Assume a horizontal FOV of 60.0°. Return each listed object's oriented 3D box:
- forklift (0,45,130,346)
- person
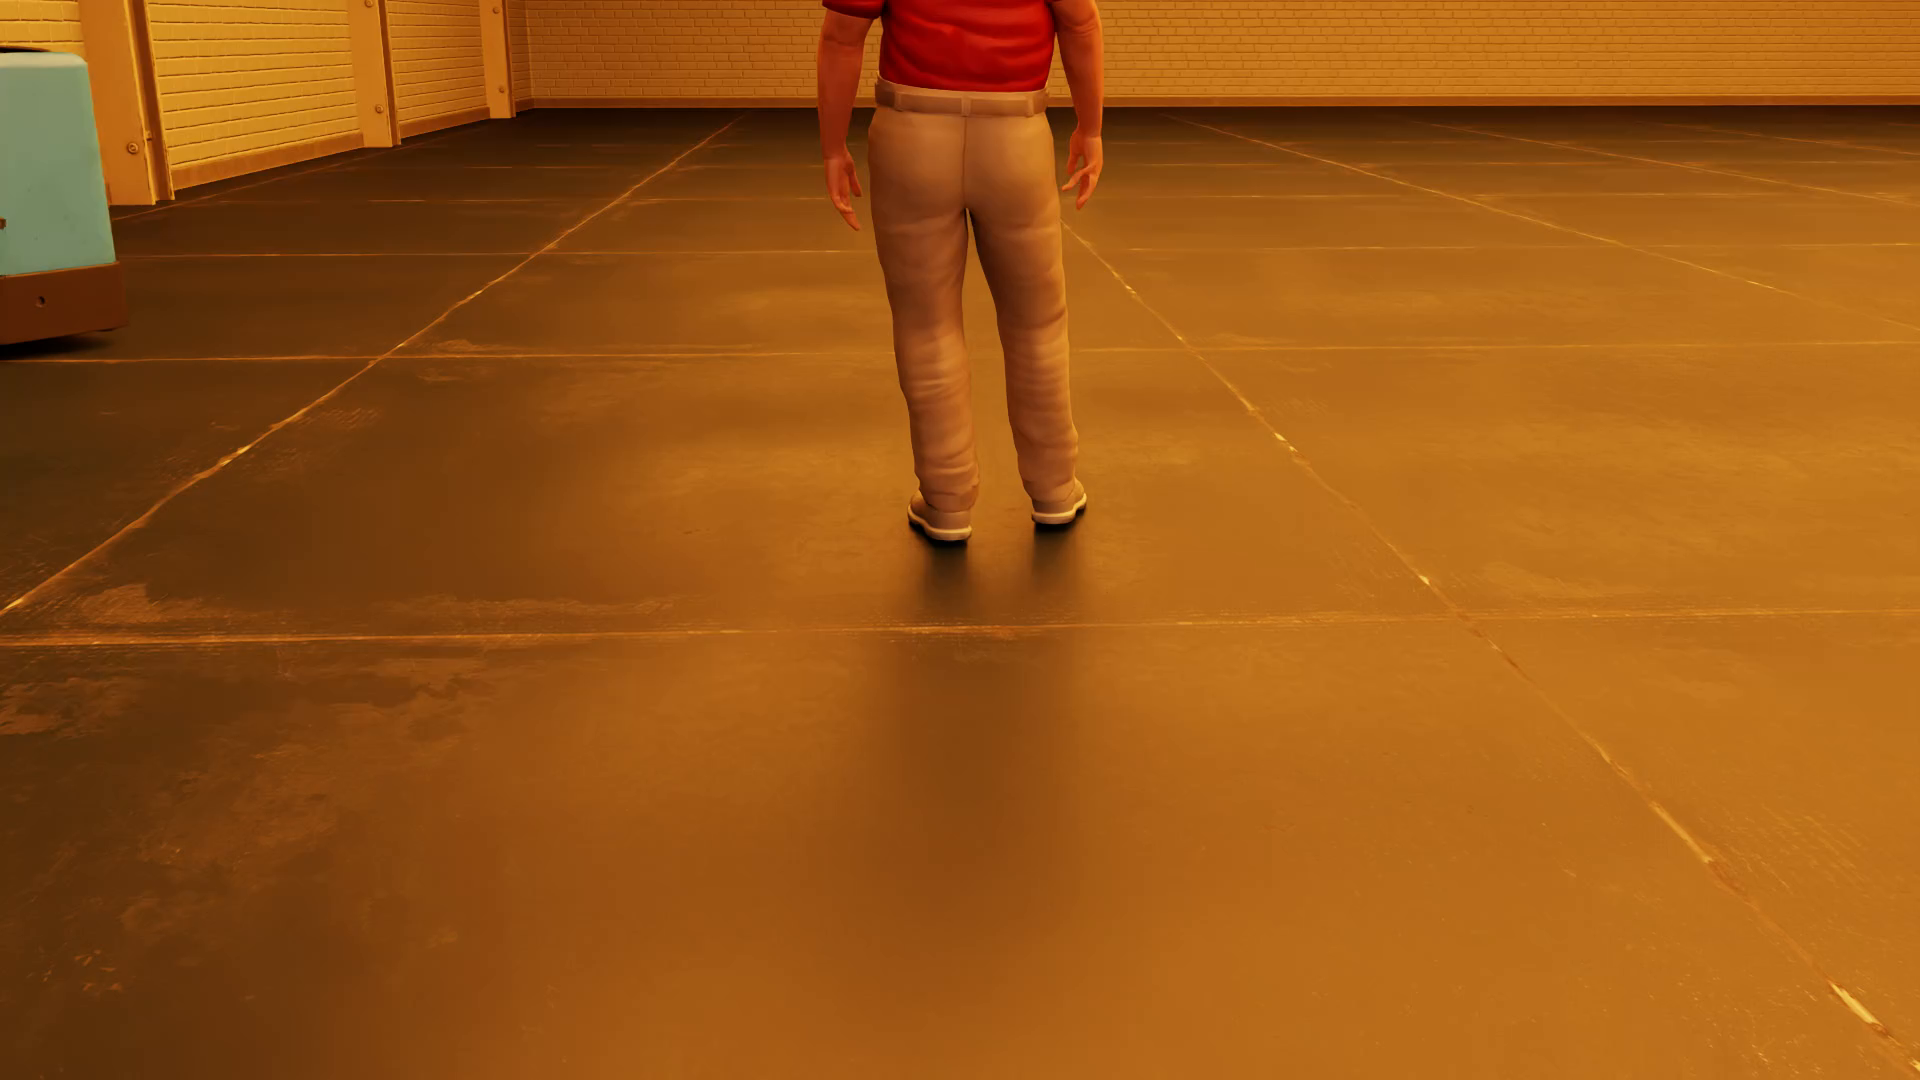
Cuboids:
[{"bbox_3d":[-4.694,-2.268,6.320,3.031,2.935,1.130,11,20,31],"label":"forklift"},{"bbox_3d":[0.007,-0.861,3.749,0.641,1.728,0.550,-1,17,-3],"label":"person"}]
